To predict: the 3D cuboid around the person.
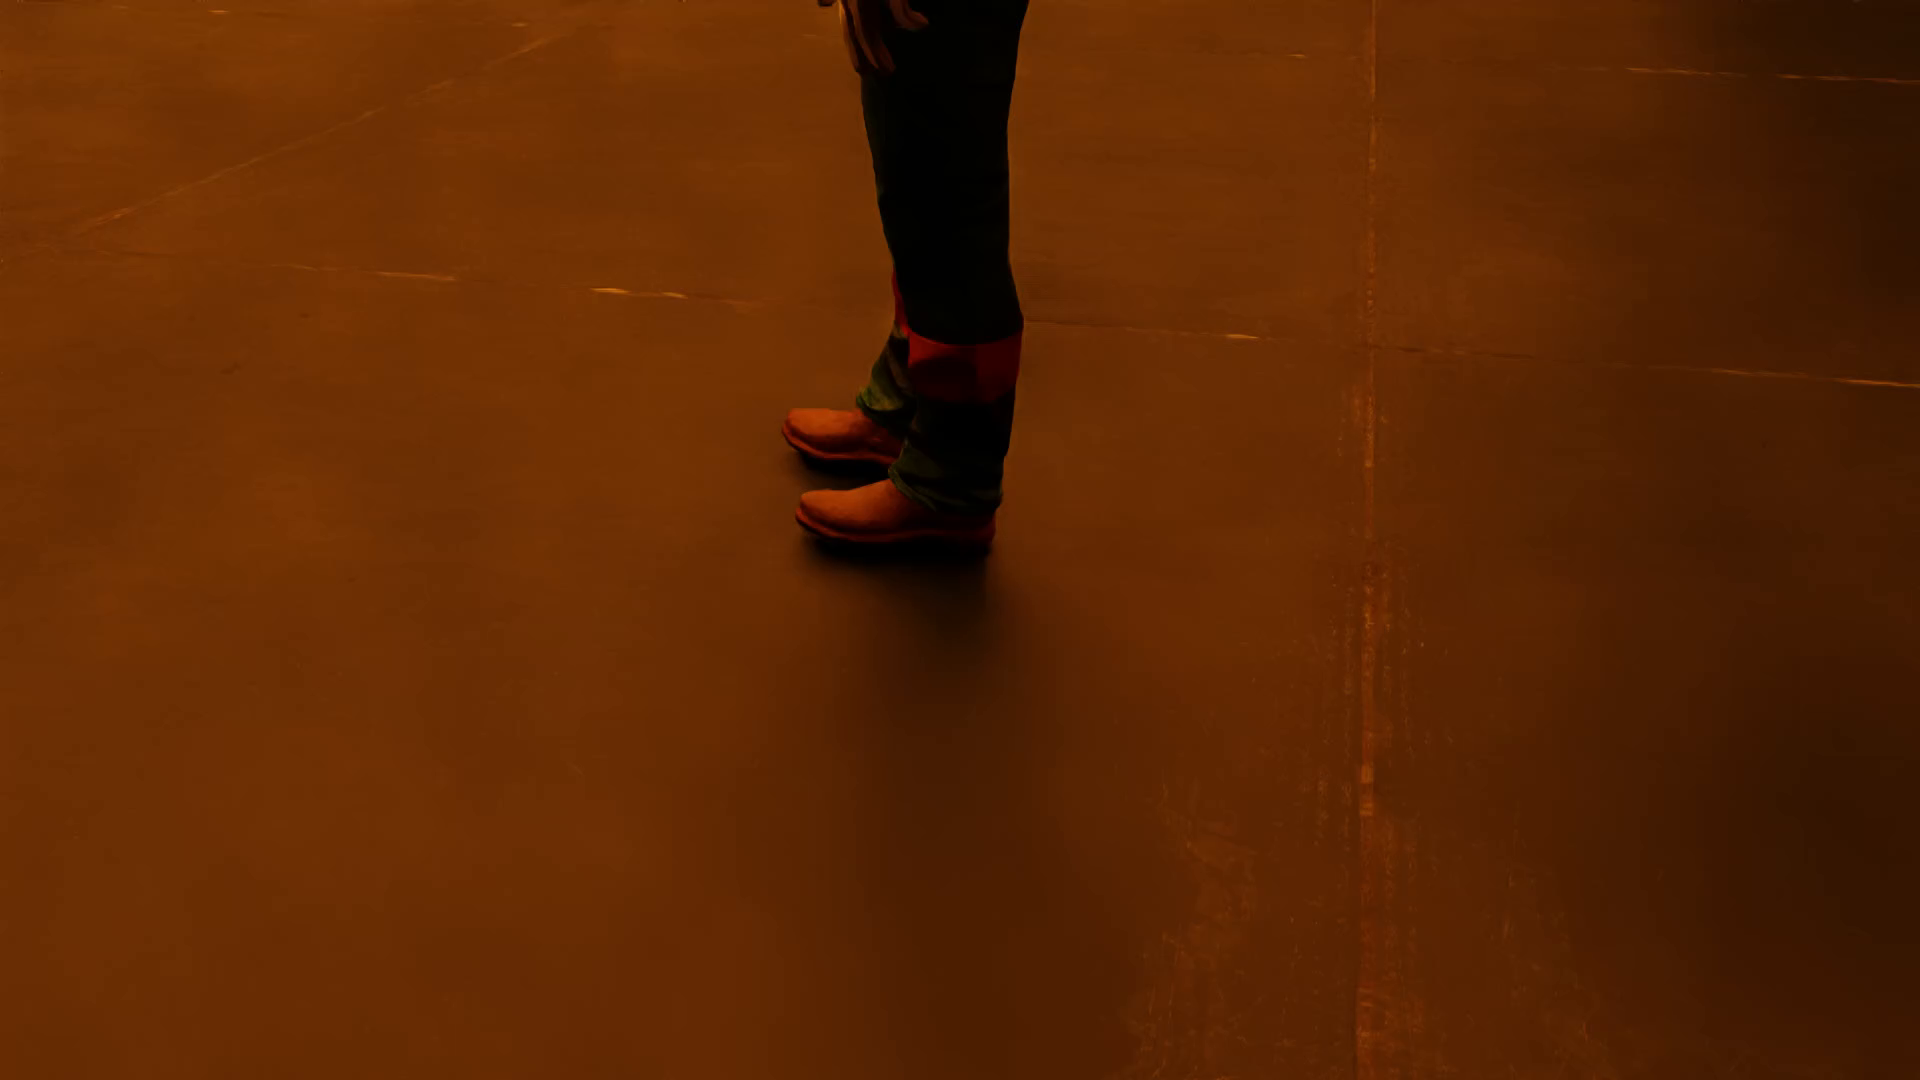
[{"bbox_3d":[-0.076,-0.818,2.119,0.563,1.787,0.637,6,27,11],"label":"person"}]
